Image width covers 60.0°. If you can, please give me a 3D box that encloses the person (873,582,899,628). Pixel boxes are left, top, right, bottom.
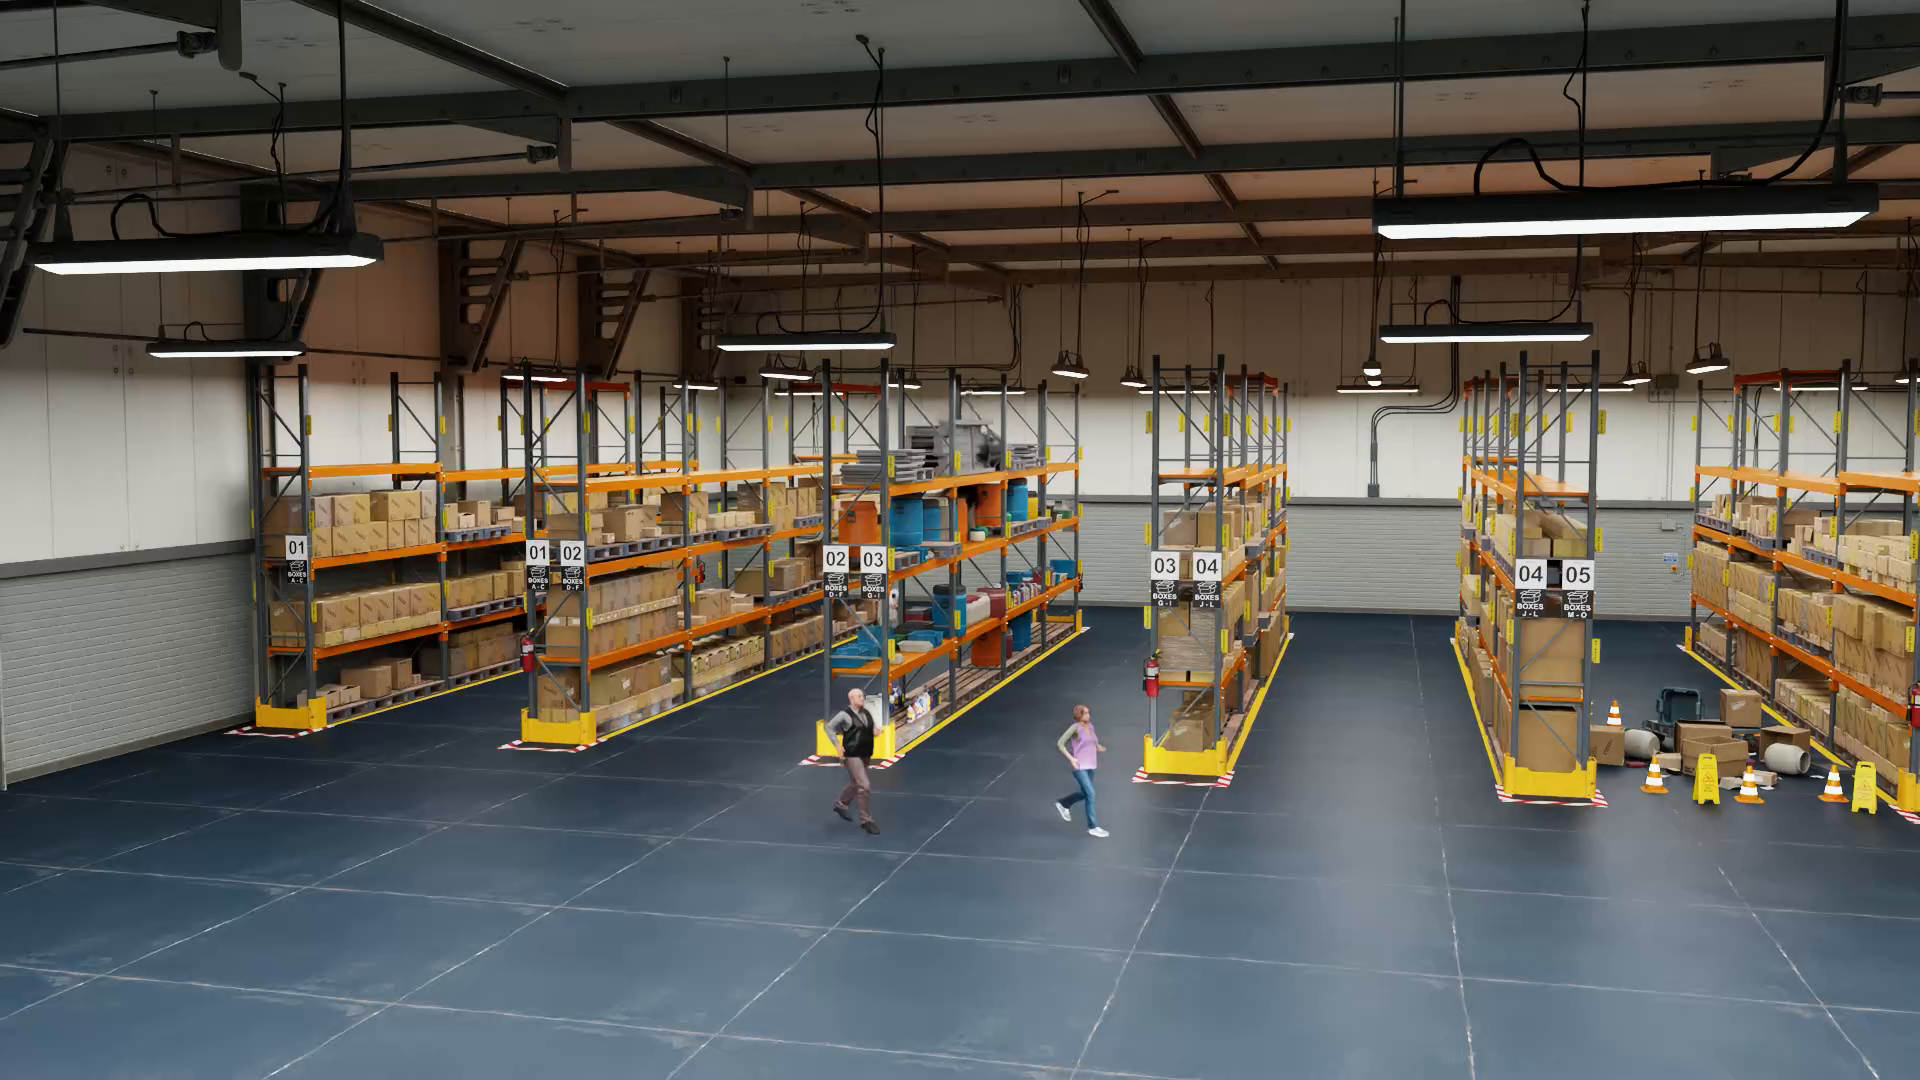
[{"bbox_3d":[-1.520,1.597,35.289,0.672,1.679,0.953,0,4,3],"label":"person"}]

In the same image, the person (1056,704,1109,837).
[{"bbox_3d":[1.485,2.794,20.376,0.864,1.575,0.544,4,5,42],"label":"person"}]

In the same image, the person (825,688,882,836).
[{"bbox_3d":[-1.277,2.710,20.562,0.875,1.756,0.639,3,5,36],"label":"person"}]
